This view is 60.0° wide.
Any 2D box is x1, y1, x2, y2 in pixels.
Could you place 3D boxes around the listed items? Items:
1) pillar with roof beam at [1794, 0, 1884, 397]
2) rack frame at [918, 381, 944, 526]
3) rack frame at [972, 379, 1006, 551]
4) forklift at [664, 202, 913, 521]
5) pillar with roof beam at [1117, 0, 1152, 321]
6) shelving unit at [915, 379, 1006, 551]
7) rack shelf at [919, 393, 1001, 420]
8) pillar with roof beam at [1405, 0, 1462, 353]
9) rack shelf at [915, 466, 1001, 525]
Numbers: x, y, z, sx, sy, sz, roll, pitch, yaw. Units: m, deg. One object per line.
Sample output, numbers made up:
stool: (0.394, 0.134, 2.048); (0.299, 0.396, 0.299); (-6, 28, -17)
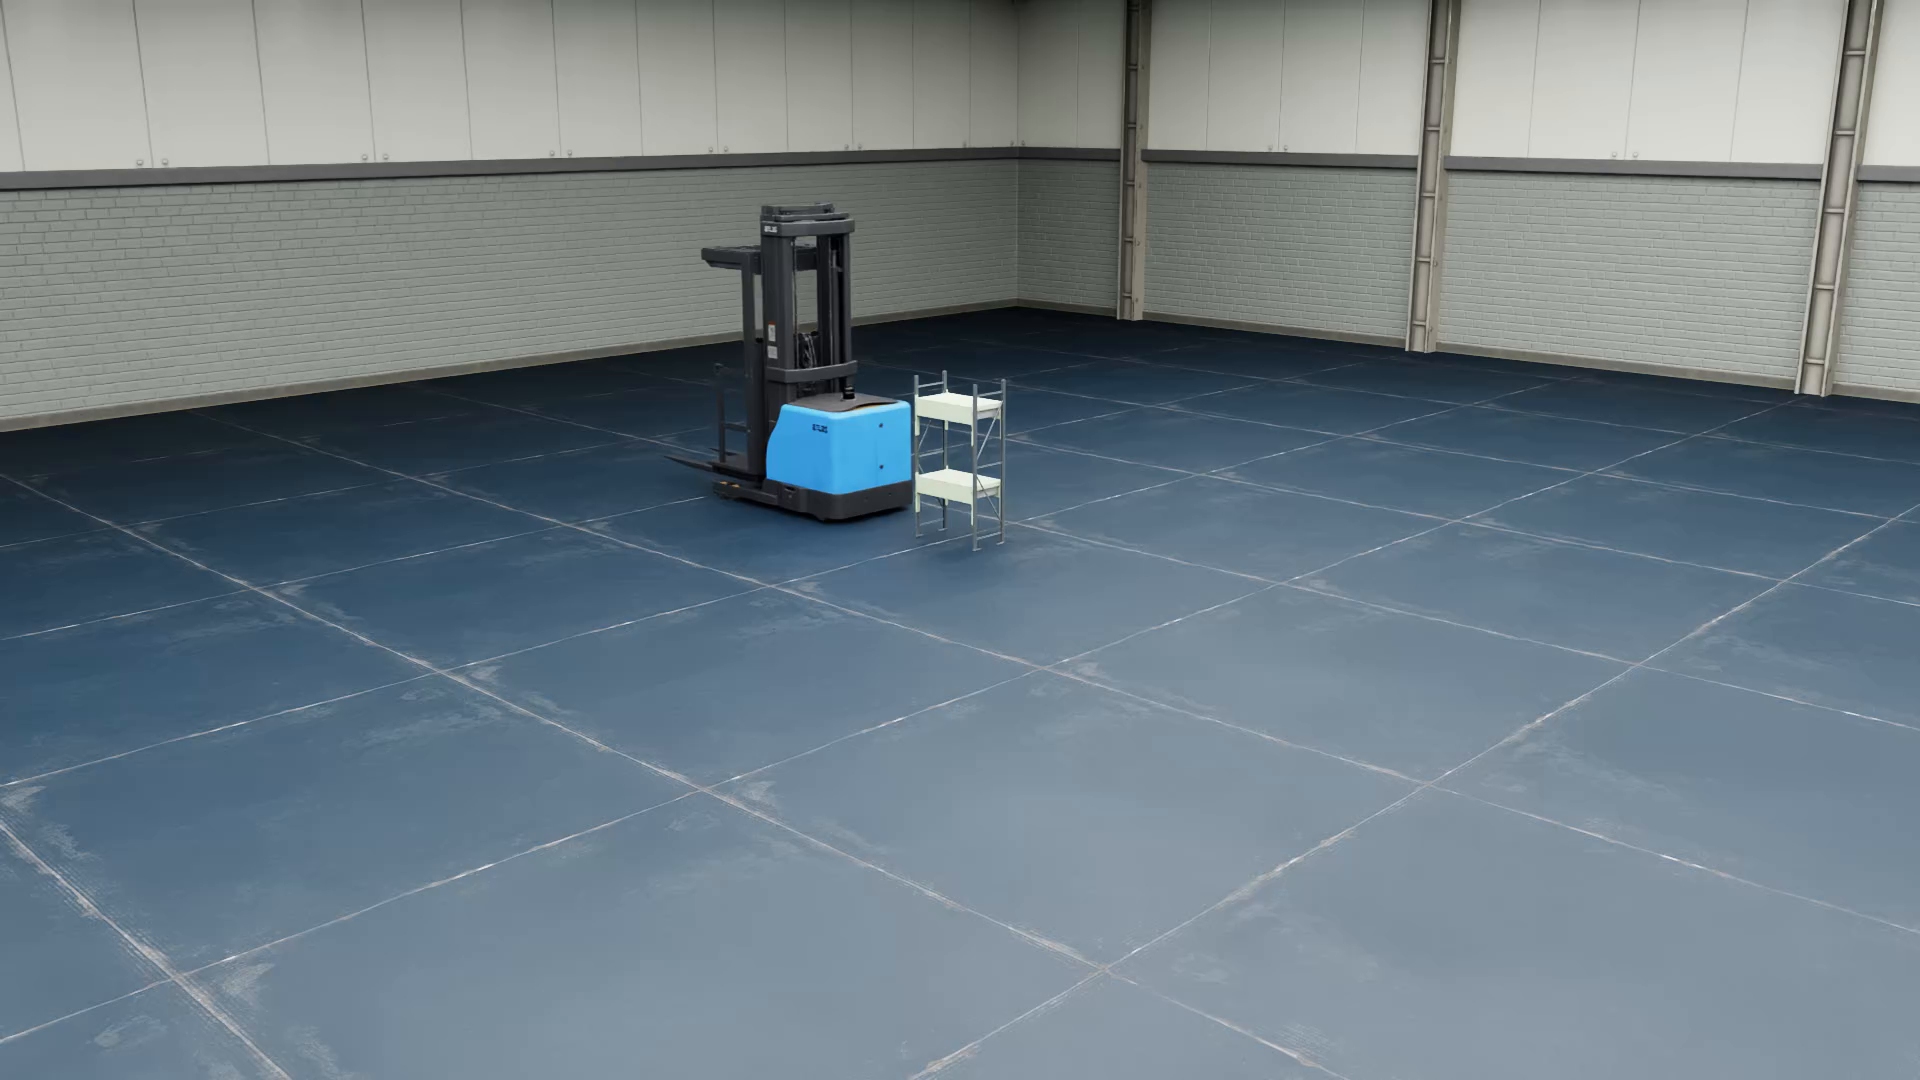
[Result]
pillar with roof beam: (8.828, -5.602, 18.902); (0.400, 9.000, 9.100); (14, 20, 42)
rack frame: (-0.269, -0.791, 15.310); (0.010, 1.308, 0.380); (14, 20, 42)
rack frame: (0.259, -0.663, 14.820); (0.023, 1.500, 0.400); (14, 20, 42)
forklift: (-1.864, -1.895, 16.711); (3.031, 2.935, 1.130); (14, 20, 43)
pillar with roof beam: (0.190, -7.702, 26.962); (0.400, 9.000, 9.100); (14, 20, 42)
shelving unit: (-0.002, -0.726, 15.063); (0.748, 1.500, 0.431); (14, 20, 42)
rack shelf: (-0.005, -1.199, 14.942); (0.686, 0.124, 0.368); (14, 20, 42)
pillar with roof beam: (4.509, -6.652, 22.932); (0.400, 9.000, 9.100); (14, 20, 42)
rack shelf: (-0.005, -0.411, 15.148); (0.720, 0.370, 0.431); (14, 20, 42)
